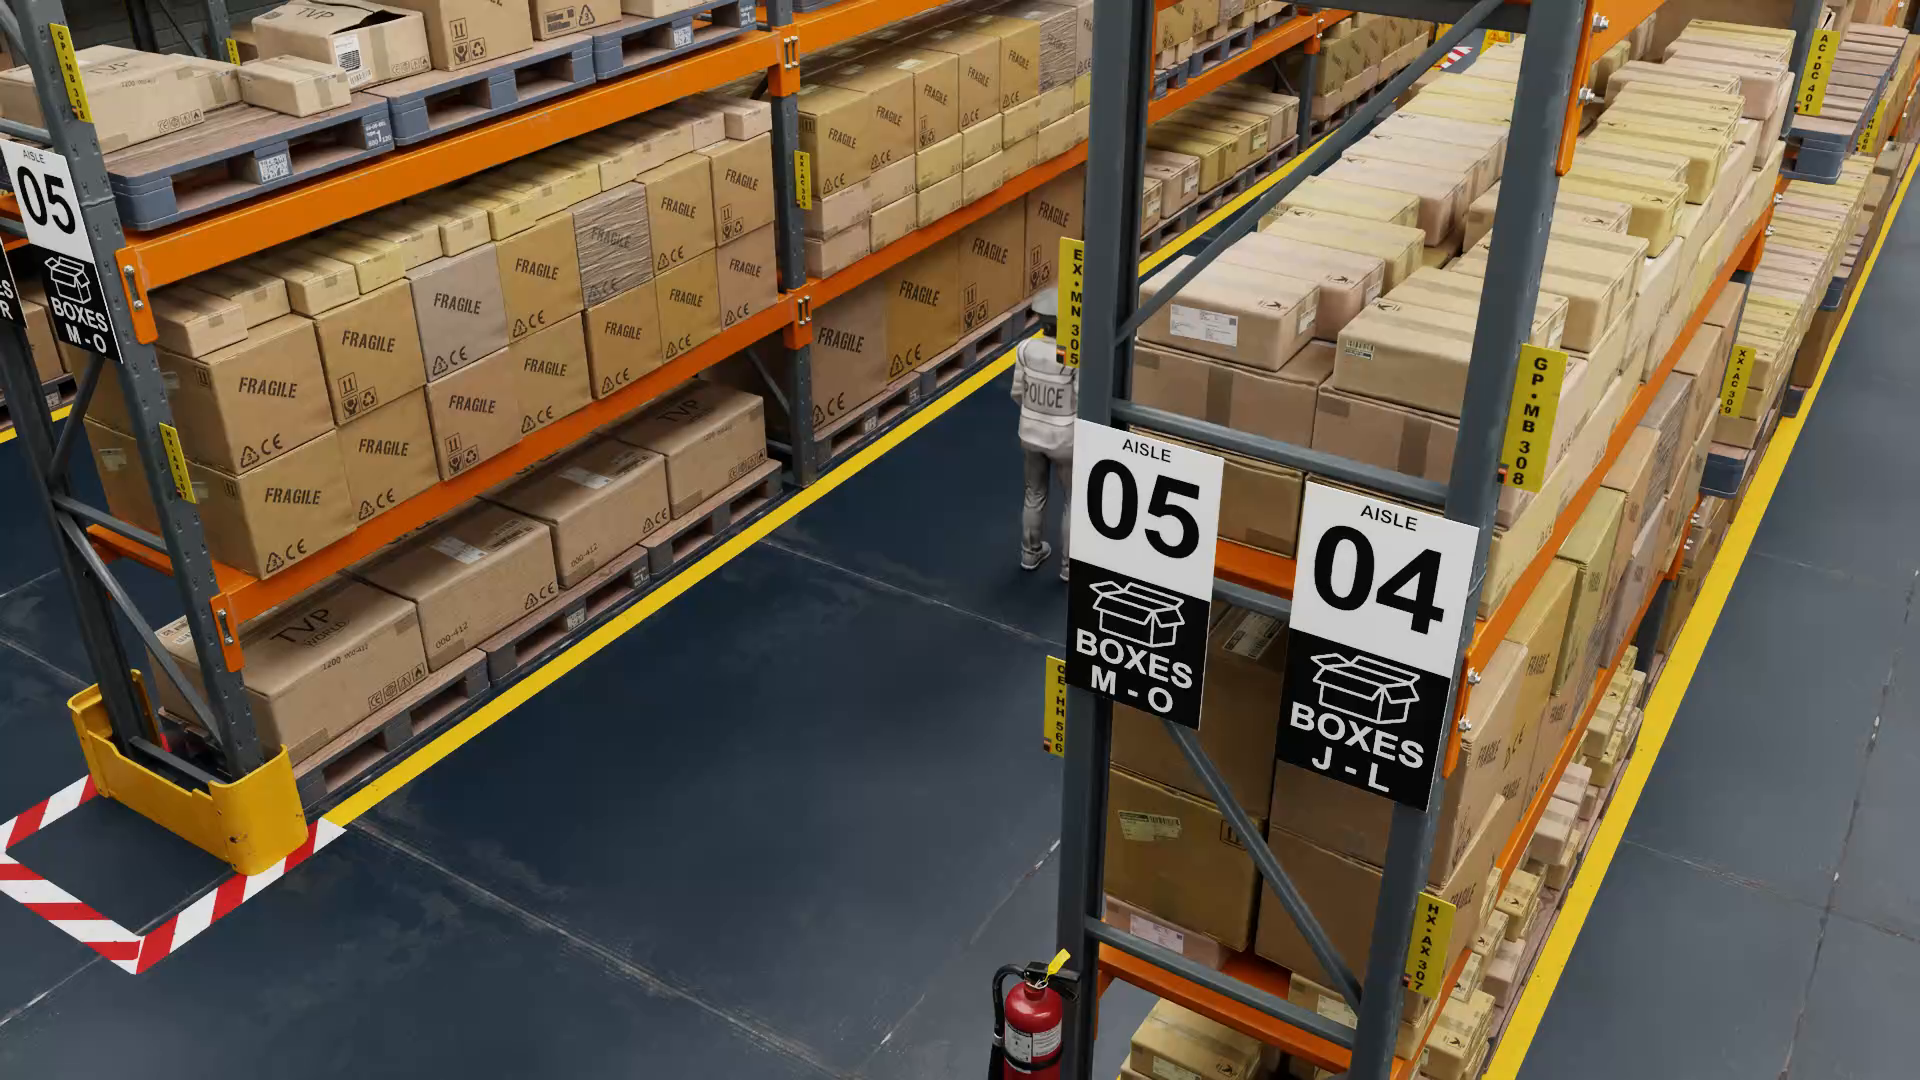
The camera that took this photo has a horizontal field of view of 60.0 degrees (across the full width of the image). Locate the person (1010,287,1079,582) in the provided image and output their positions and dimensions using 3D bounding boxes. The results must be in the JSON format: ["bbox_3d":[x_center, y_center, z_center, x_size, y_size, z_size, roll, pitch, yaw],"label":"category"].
[{"bbox_3d":[0.521,-0.570,9.123,0.502,1.680,0.385,17,35,26],"label":"person"}]
